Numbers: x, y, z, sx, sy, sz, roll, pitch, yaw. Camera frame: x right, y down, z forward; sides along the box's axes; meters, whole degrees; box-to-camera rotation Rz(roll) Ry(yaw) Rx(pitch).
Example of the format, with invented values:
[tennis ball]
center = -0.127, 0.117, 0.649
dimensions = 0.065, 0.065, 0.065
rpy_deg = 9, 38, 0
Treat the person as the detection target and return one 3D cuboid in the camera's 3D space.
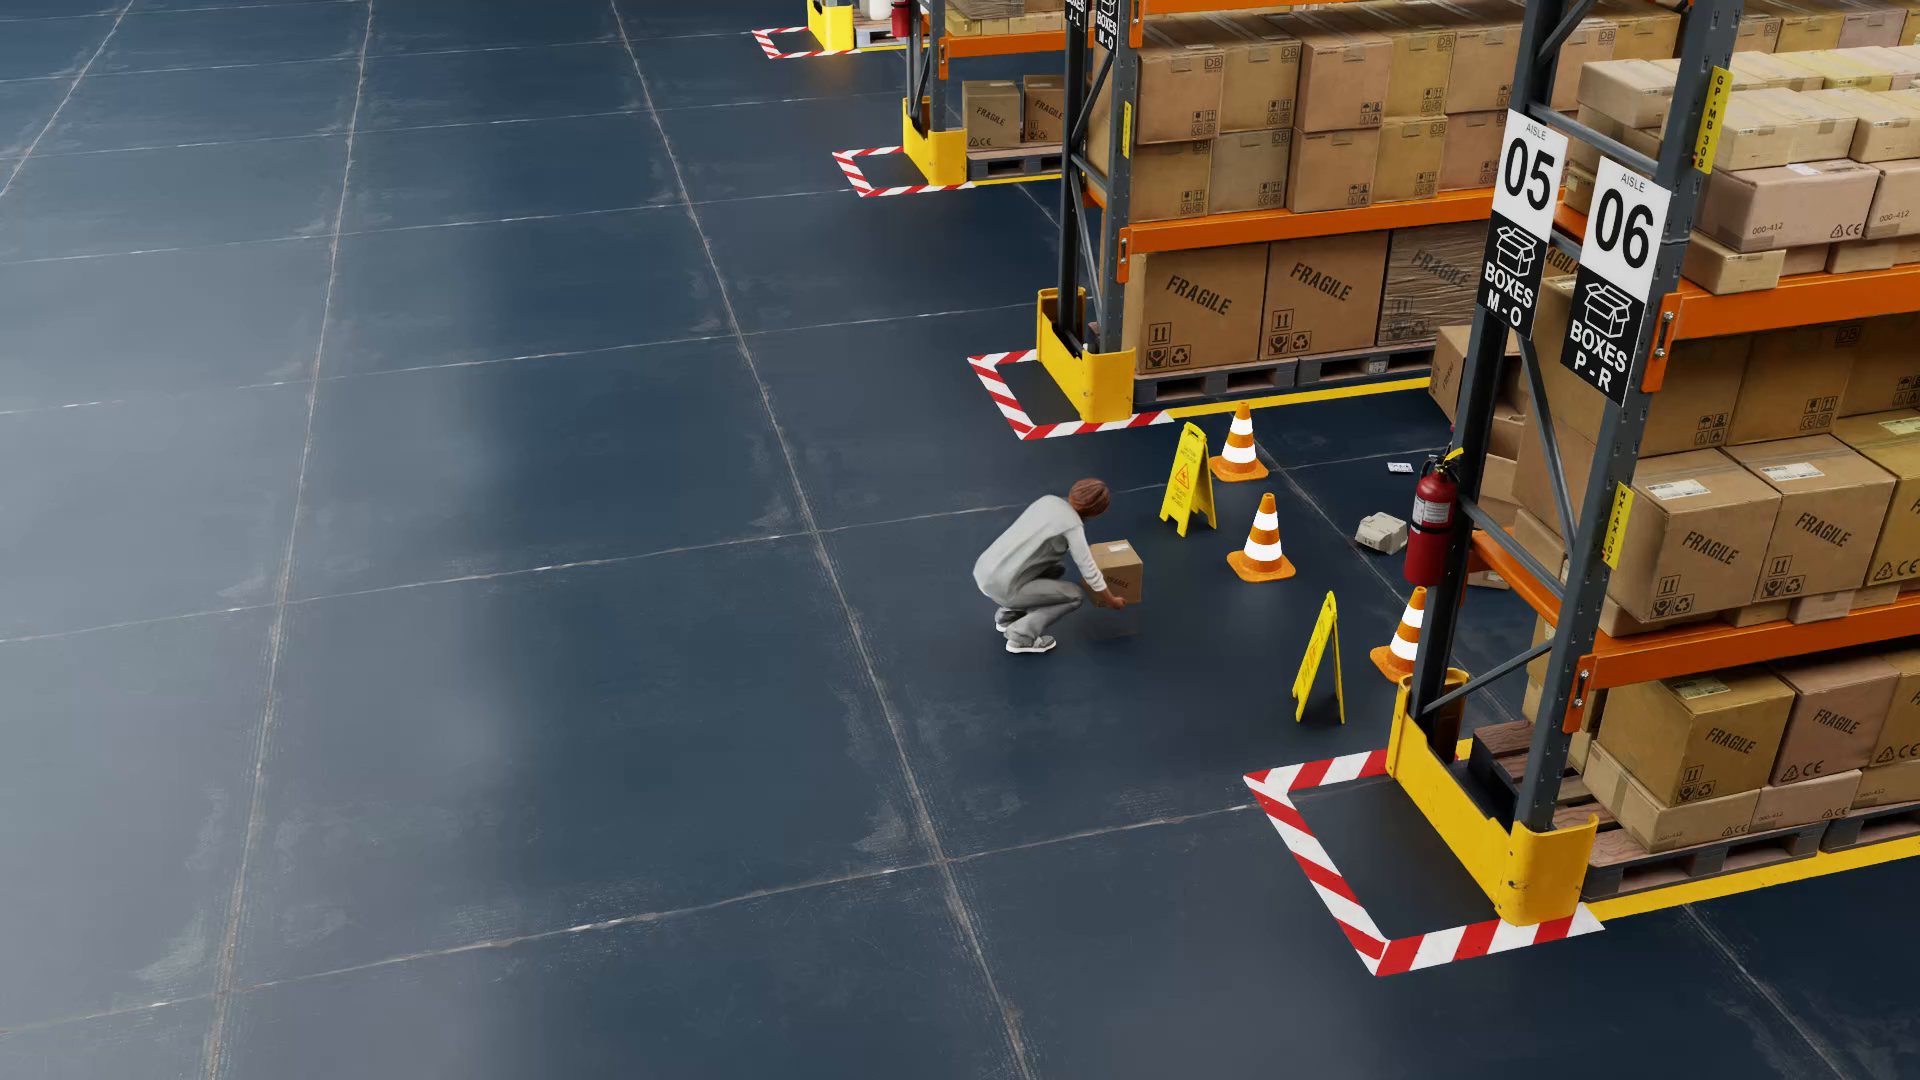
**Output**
[person]
center = 0.467, 0.128, 8.735
dimensions = 0.817, 0.875, 0.445
rpy_deg = -8, 32, -13
